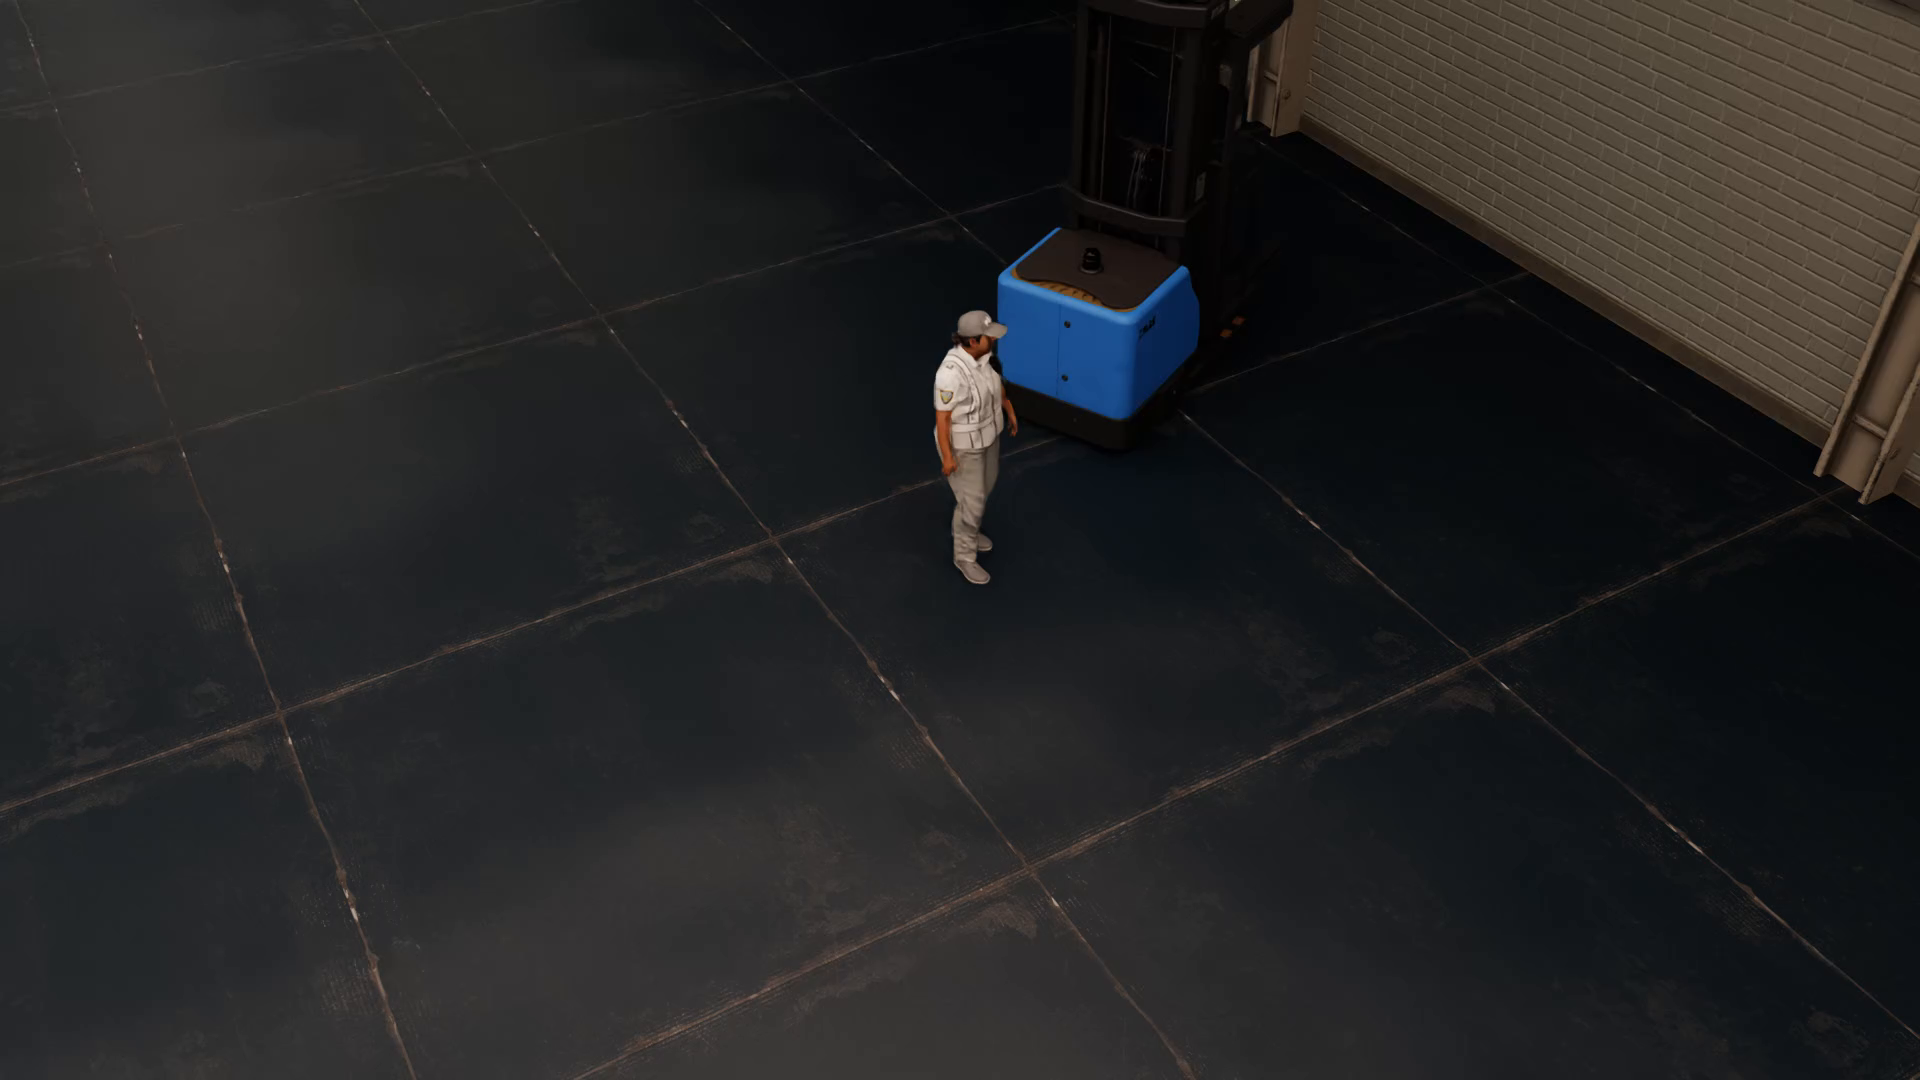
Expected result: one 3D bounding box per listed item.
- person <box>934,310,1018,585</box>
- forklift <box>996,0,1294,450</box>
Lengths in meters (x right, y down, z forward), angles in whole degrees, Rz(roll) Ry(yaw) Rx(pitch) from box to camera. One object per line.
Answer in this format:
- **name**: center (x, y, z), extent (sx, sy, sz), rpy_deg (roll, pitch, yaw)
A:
- **person**: center (0.095, -0.594, 9.756), extent (0.470, 1.654, 0.649), rpy_deg (19, 43, 21)
- **forklift**: center (1.448, -2.629, 11.206), extent (1.130, 2.935, 3.031), rpy_deg (22, 45, 25)
